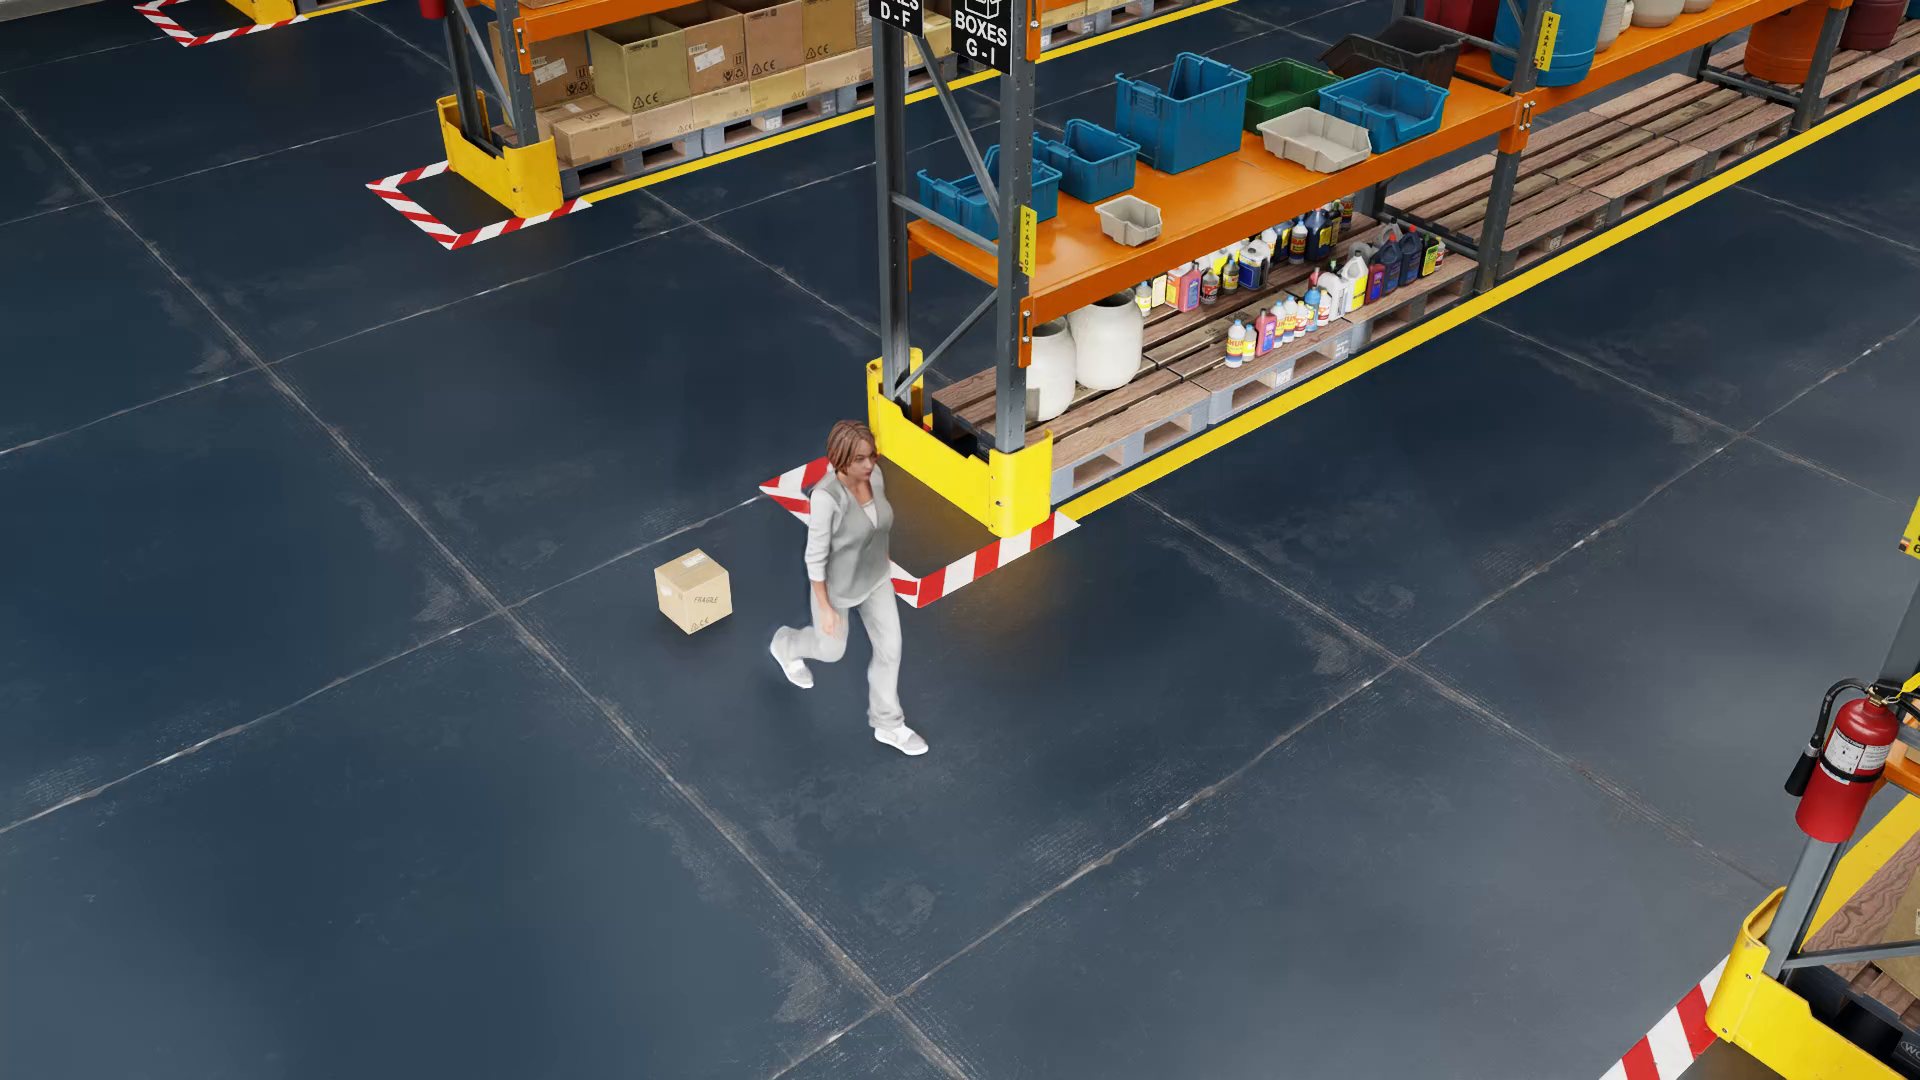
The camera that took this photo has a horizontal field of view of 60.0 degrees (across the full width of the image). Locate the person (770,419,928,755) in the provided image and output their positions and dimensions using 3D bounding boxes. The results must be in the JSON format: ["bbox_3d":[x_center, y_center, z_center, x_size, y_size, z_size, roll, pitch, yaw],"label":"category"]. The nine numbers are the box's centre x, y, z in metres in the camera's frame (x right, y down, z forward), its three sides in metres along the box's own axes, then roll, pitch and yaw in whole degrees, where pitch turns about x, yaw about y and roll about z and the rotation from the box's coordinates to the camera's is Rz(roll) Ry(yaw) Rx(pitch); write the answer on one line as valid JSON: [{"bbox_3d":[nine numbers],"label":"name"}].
[{"bbox_3d":[-0.502,0.153,6.864,0.864,1.558,0.427,30,46,34],"label":"person"}]
